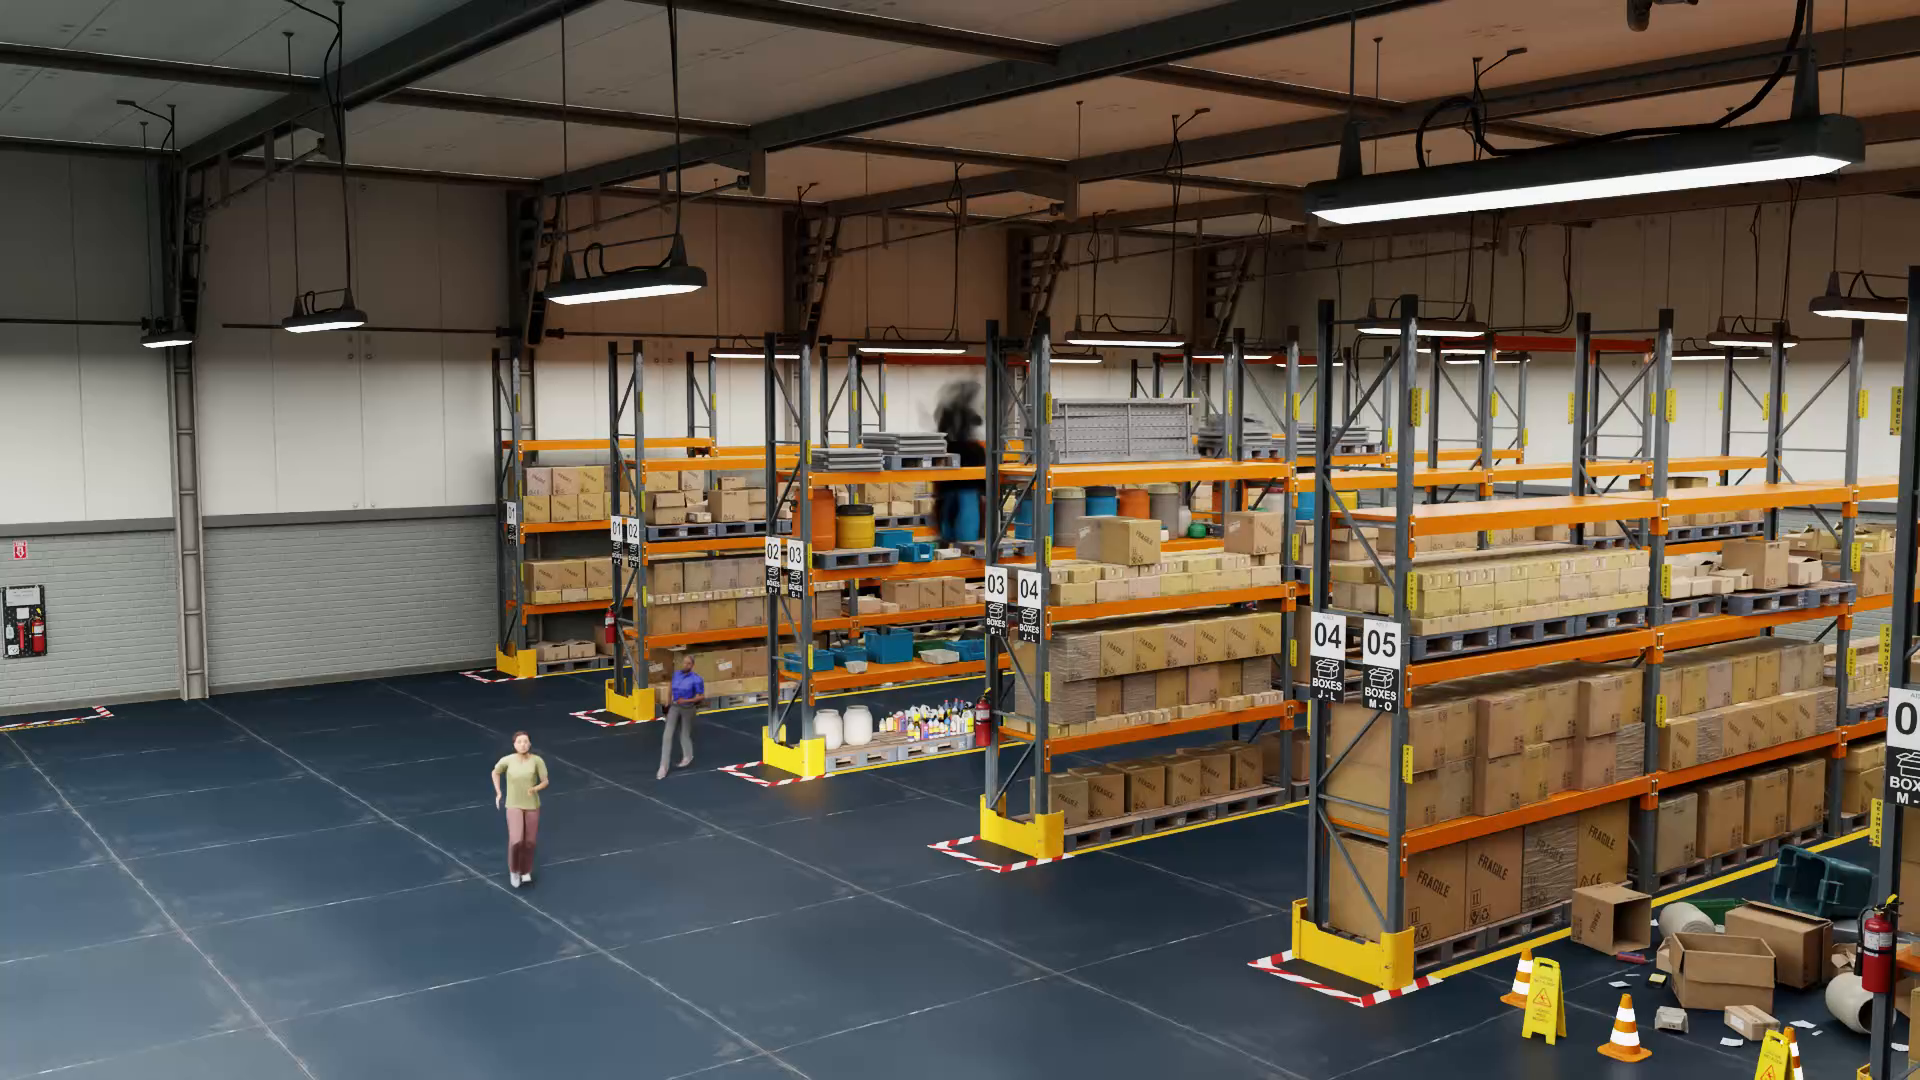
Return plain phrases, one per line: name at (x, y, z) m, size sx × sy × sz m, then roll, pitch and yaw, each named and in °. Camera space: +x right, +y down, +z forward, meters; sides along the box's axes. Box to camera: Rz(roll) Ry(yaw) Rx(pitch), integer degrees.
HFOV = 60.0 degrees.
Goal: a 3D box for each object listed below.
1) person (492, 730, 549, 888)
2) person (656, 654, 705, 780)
person at (-4.569, 2.805, 17.361) m, size 0.554 × 1.642 × 0.645 m, roll -2°, pitch 5°, yaw -21°
person at (-3.746, 2.363, 22.593) m, size 0.613 × 1.641 × 0.866 m, roll 1°, pitch 5°, yaw 13°
